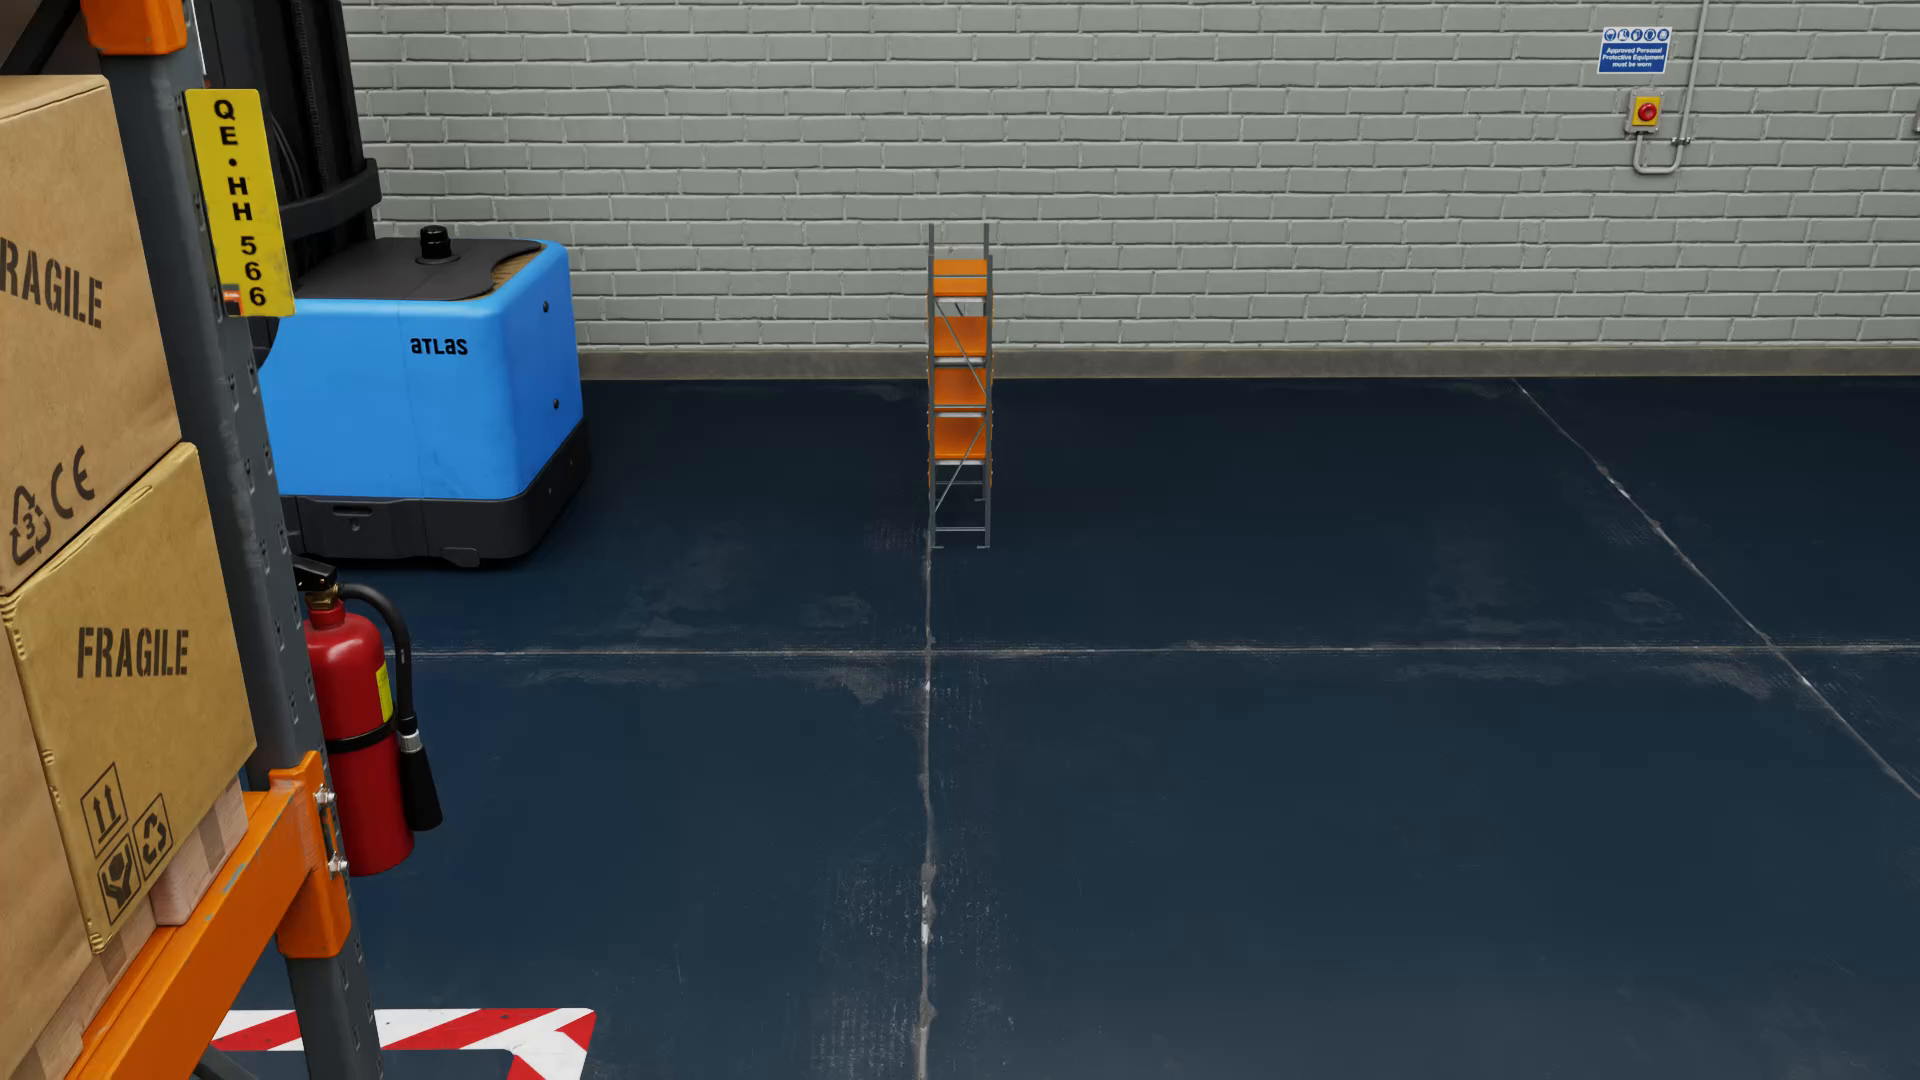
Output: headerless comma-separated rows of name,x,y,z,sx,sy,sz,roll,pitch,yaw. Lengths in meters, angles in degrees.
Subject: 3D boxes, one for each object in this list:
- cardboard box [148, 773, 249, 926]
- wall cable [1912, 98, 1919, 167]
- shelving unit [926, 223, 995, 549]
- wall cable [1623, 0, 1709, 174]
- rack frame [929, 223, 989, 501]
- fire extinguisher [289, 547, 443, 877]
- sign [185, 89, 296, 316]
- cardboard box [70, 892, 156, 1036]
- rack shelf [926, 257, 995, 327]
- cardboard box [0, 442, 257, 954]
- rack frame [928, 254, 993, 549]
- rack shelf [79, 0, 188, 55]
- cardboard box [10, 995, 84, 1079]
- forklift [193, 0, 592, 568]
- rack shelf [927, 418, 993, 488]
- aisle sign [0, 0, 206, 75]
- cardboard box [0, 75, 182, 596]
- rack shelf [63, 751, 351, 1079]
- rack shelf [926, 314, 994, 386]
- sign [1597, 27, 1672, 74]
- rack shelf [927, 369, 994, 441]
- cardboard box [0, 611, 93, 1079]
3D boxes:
cardboard box,-1.296,0.435,2.452,0.380,0.149,0.250,0,24,0
wall cable,4.700,-2.674,7.788,0.588,1.984,0.122,0,24,-1
shelving unit,-0.002,-0.615,6.654,0.258,1.200,0.503,0,24,-1
wall cable,3.282,-2.677,7.757,0.585,1.953,0.123,0,24,-1
rack frame,-0.004,-0.715,6.876,0.240,1.200,0.015,0,24,-1
fire extinguisher,-1.123,0.287,3.021,0.296,0.674,0.183,0,24,-1
sign,-1.027,-0.478,2.378,0.100,0.325,0.005,0,24,-1
cardboard box,-1.330,0.538,2.225,0.380,0.149,0.250,0,24,-1
rack shelf,-0.002,-0.973,6.492,0.258,0.148,0.480,0,24,-1
cardboard box,-1.319,0.191,2.206,0.500,0.500,0.500,0,24,1
rack frame,0.001,-0.514,6.431,0.240,1.200,0.015,0,24,-1
rack shelf,-1.560,-0.027,0.403,1.077,0.370,4.000,0,24,-1
cardboard box,-1.313,0.641,1.997,0.380,0.149,0.250,0,24,-1
forklift,-3.151,-1.452,6.405,3.031,2.935,1.130,2,24,4
rack shelf,-0.002,-0.373,6.763,0.258,0.148,0.480,0,24,-1
aisle sign,-1.282,-1.028,2.228,0.394,0.787,0.004,0,24,-1
cardboard box,-1.328,-0.261,1.992,0.500,0.500,0.500,-1,24,-2
rack shelf,-1.560,1.340,1.021,1.077,0.370,4.000,0,24,-1
rack shelf,-0.002,-0.757,6.589,0.258,0.148,0.480,0,24,-1
sign,3.233,-2.348,7.973,0.327,0.218,0.001,0,24,-1
rack shelf,-0.002,-0.554,6.681,0.258,0.148,0.480,0,24,-1
cardboard box,-1.319,0.403,1.737,0.500,0.500,0.500,-1,24,-1
